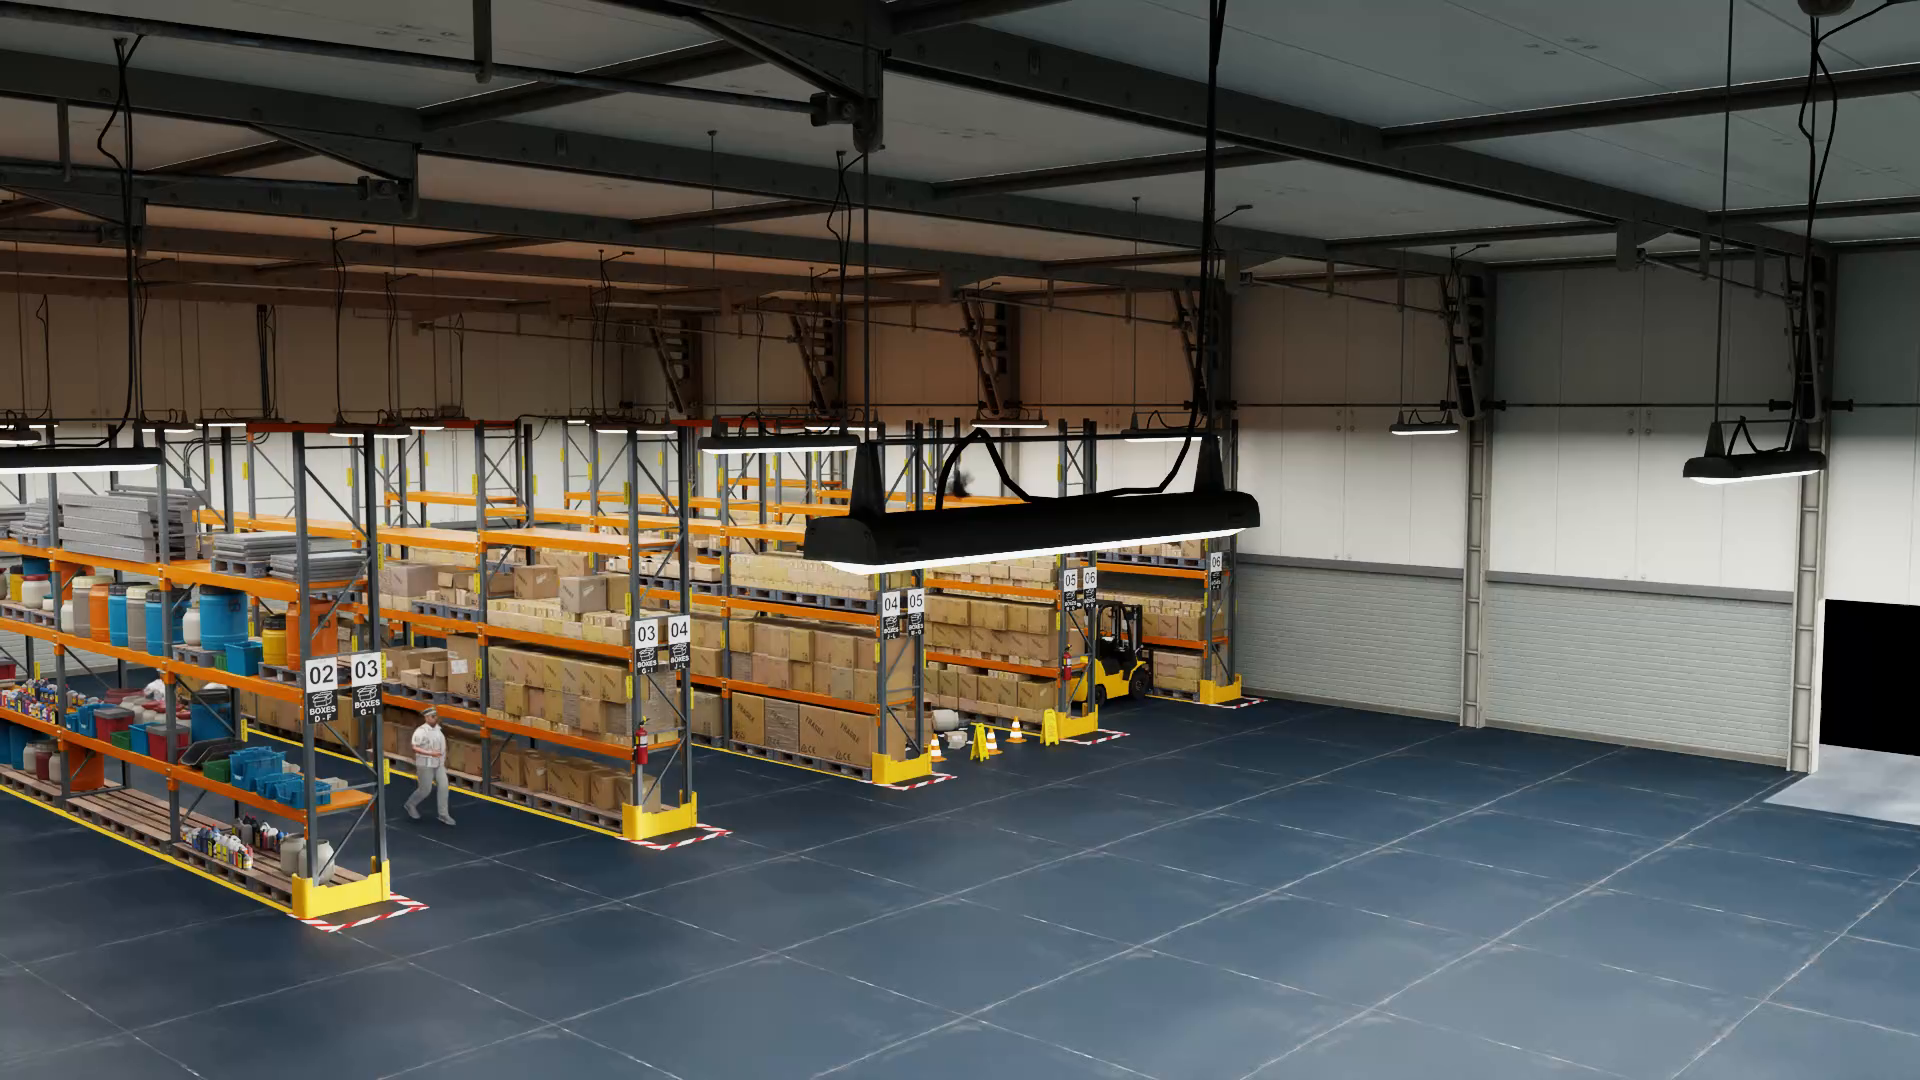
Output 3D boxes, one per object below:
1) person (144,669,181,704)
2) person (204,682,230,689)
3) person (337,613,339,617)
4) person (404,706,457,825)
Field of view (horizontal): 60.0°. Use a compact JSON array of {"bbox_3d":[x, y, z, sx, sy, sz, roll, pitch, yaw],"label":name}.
[{"bbox_3d":[-14.177,3.082,29.674,0.669,1.667,0.579,2,5,26],"label":"person"},{"bbox_3d":[-13.228,3.081,29.760,0.558,1.659,0.645,4,6,38],"label":"person"},{"bbox_3d":[-14.430,2.436,38.206,0.709,1.503,1.051,2,5,18],"label":"person"},{"bbox_3d":[-8.026,3.394,25.128,0.914,1.795,0.659,3,5,28],"label":"person"}]
